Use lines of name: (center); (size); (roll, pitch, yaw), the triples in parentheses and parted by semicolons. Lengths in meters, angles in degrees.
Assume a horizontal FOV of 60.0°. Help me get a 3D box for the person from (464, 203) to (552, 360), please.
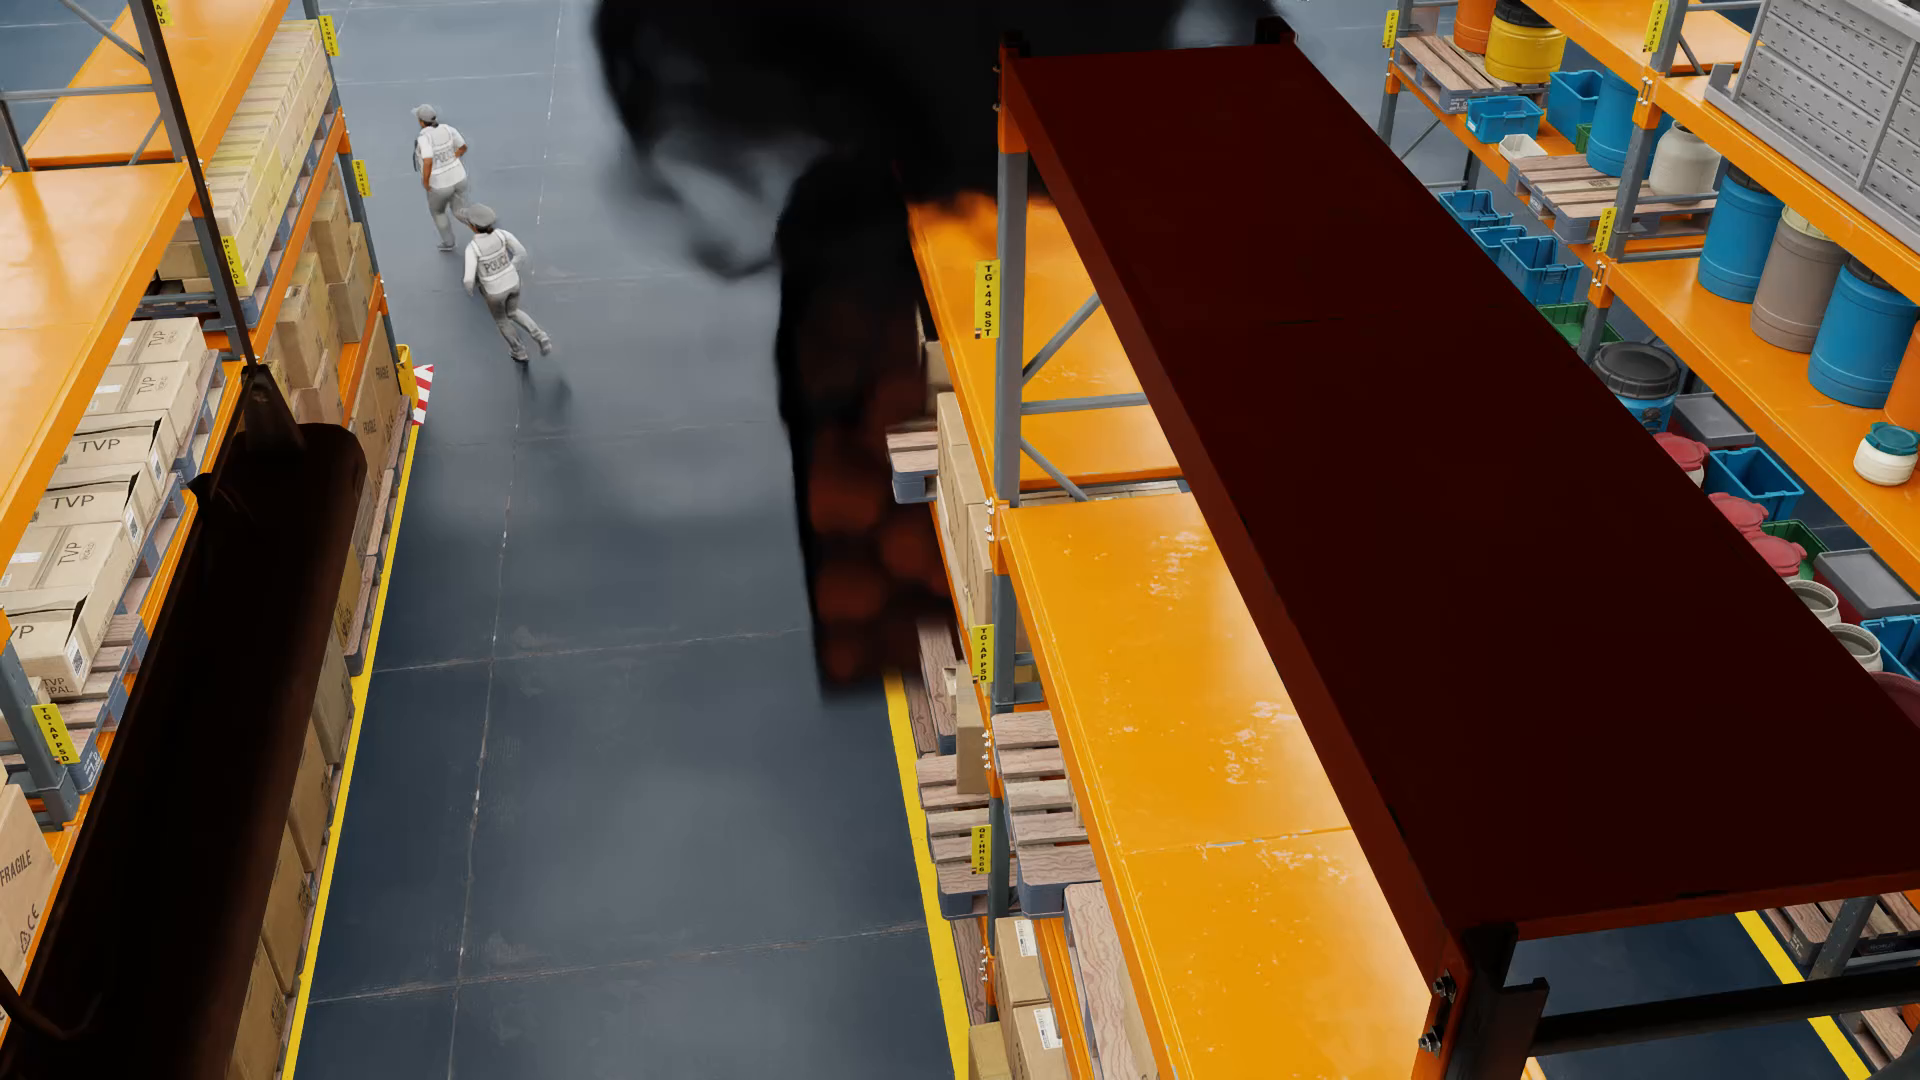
person: (-4.210, -2.287, 15.191); (0.559, 1.647, 0.653); (27, 44, 32)

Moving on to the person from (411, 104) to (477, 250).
person: (-5.251, -3.649, 17.063); (0.859, 1.660, 0.630); (21, 41, 26)
